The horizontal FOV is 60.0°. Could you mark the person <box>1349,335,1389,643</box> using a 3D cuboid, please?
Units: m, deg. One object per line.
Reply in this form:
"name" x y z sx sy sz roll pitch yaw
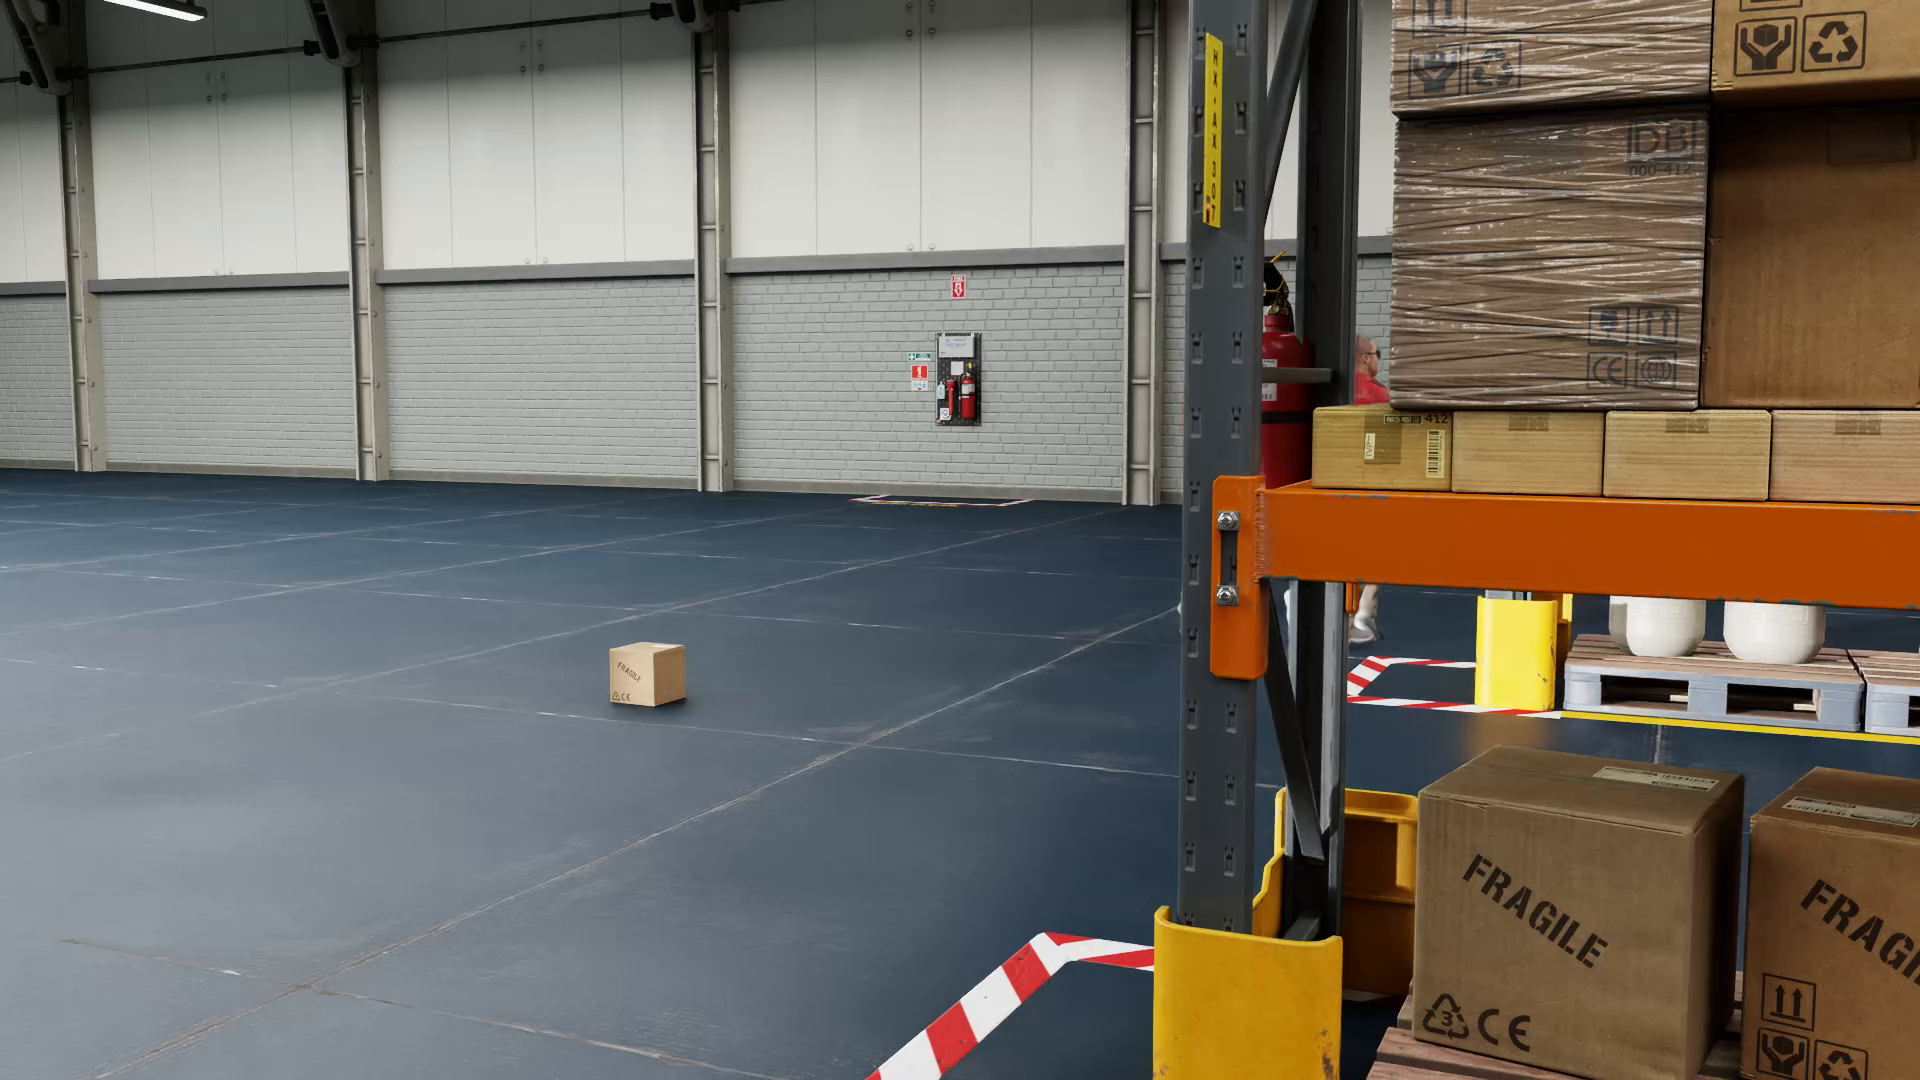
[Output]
"person" 2.270 -0.239 9.341 0.566 1.807 0.589 -3 6 -27
